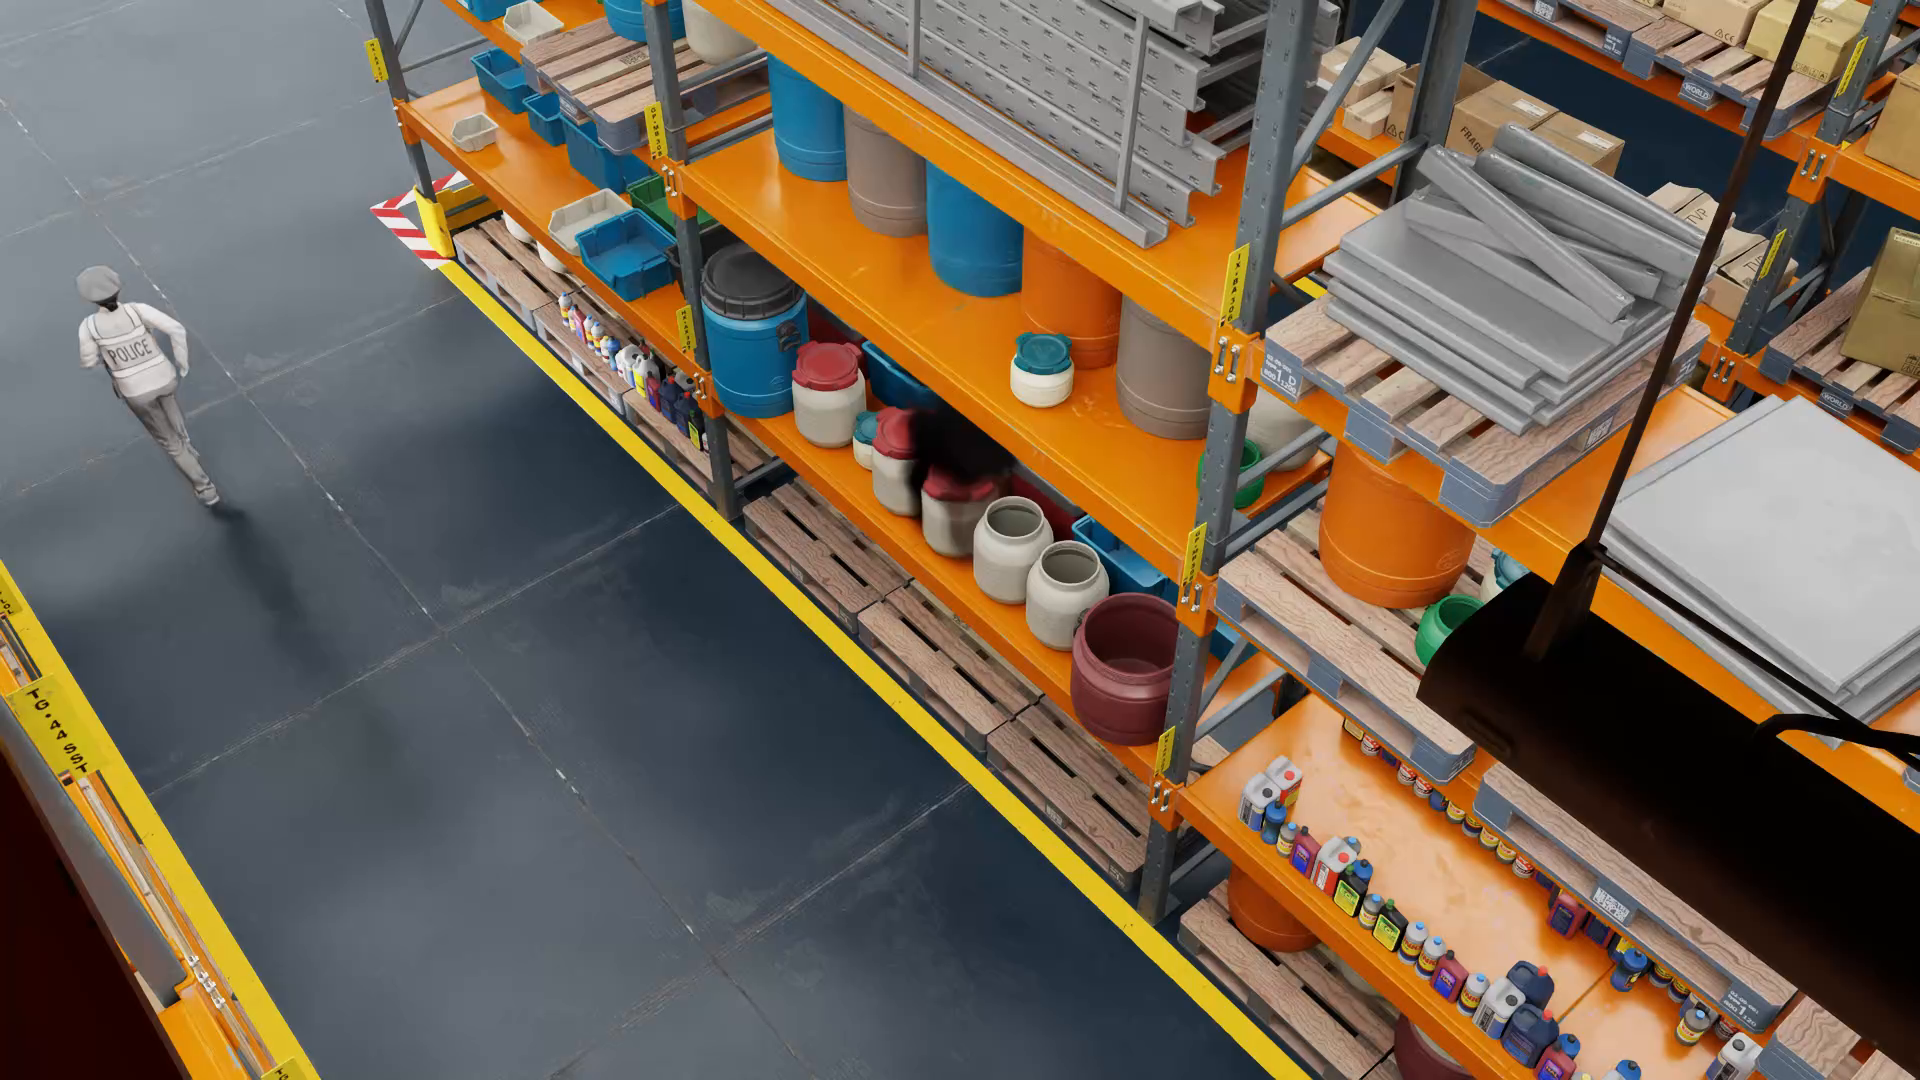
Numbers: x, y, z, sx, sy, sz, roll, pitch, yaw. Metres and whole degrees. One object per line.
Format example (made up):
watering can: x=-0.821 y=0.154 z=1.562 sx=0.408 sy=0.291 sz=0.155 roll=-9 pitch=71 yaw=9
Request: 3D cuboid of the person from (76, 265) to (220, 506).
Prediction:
person: x=-5.226 y=-0.979 z=10.774 sx=0.586 sy=1.648 sz=0.870 roll=-34 pitch=55 yaw=-28
